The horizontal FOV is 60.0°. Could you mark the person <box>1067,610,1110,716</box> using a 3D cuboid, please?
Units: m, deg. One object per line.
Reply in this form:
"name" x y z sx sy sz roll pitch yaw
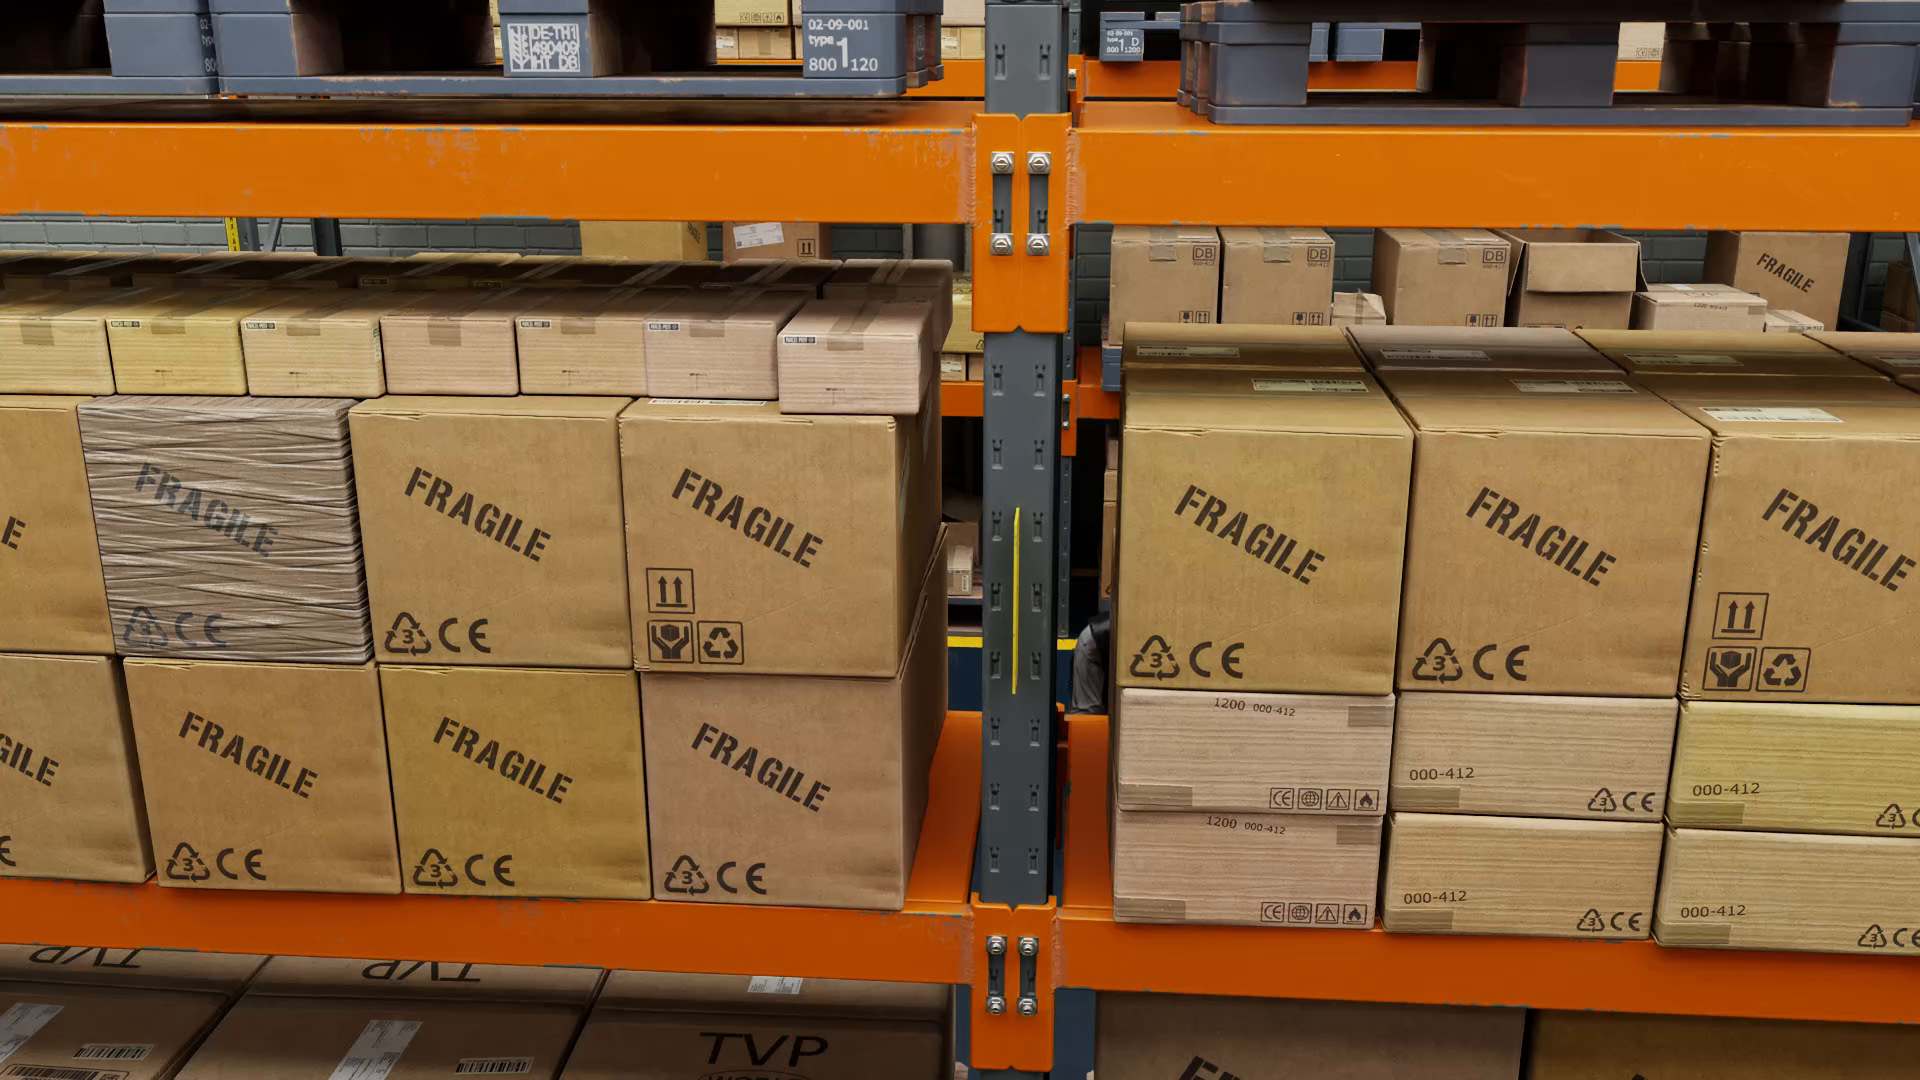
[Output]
"person" 0.660 0.619 6.400 0.528 0.967 0.868 1 17 4
